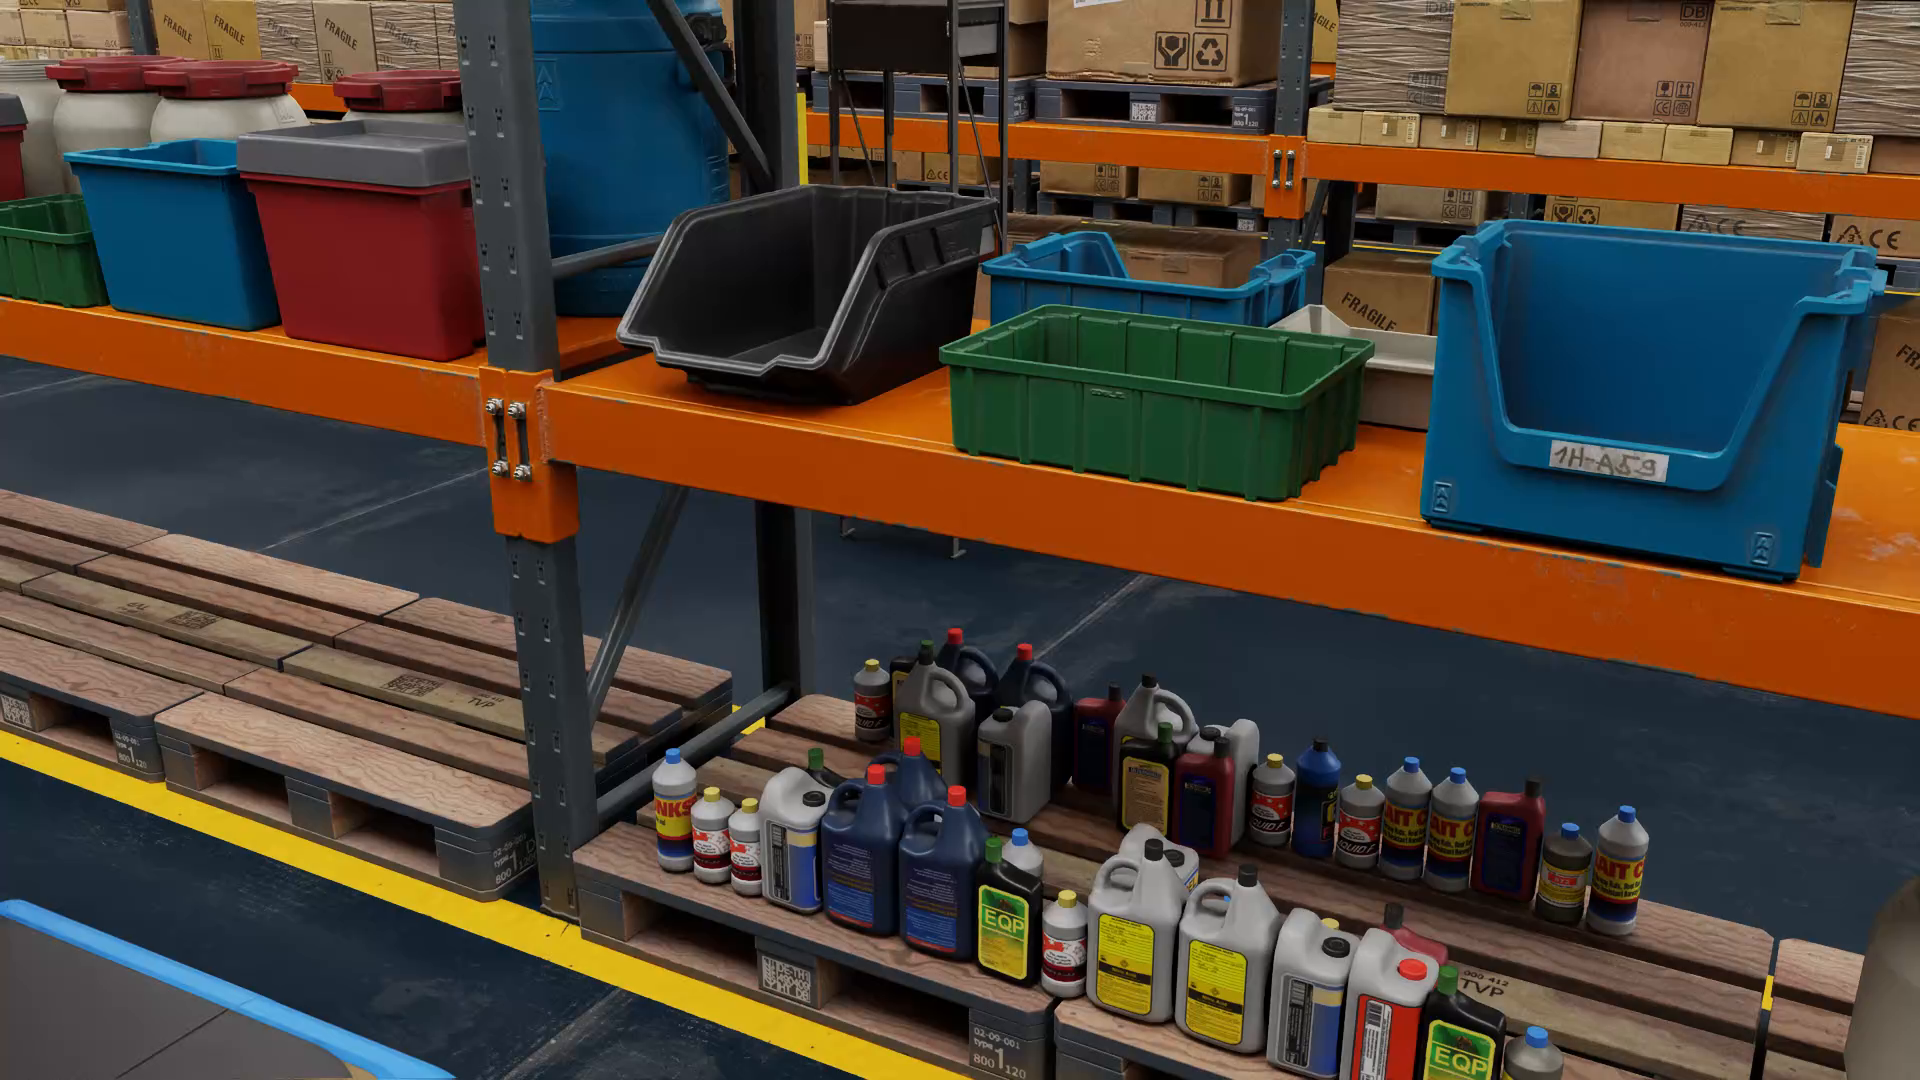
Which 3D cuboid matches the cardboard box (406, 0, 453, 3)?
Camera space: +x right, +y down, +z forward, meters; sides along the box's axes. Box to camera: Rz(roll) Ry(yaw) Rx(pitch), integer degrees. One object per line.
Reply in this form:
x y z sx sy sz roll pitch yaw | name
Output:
-2.969 -3.562 10.168 0.637 0.503 0.797 11 23 29 | cardboard box

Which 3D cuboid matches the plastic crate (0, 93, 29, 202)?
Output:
-2.925 -1.004 4.639 0.583 0.464 0.402 11 23 27 | plastic crate

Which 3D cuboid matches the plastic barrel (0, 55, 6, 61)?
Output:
-3.184 -1.278 5.326 0.421 0.512 0.421 0 20 0 | plastic barrel

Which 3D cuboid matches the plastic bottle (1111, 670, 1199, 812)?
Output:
0.458 0.477 3.890 0.185 0.351 0.144 11 22 27 | plastic bottle

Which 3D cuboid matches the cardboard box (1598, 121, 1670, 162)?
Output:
2.866 -1.699 7.017 0.250 0.149 0.380 11 23 27 | cardboard box

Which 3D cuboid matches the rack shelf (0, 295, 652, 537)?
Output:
-2.440 -0.662 4.848 4.000 0.370 1.077 11 23 27 | rack shelf

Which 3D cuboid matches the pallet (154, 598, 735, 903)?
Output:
-1.399 0.524 4.612 1.213 0.211 1.003 11 23 27 | pallet

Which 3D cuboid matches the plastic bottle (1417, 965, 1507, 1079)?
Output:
0.870 0.878 2.883 0.133 0.283 0.061 11 23 29 | plastic bottle

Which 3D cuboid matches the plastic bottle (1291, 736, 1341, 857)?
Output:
0.804 0.571 3.747 0.097 0.271 0.097 0 20 0 | plastic bottle

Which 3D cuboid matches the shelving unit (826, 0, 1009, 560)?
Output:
-0.145 -1.015 6.083 0.503 2.100 0.431 11 23 27 | shelving unit

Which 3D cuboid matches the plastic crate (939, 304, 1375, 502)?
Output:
0.353 -0.259 2.990 0.662 0.188 0.450 11 23 27 | plastic crate

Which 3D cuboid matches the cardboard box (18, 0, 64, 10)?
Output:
-6.230 -3.976 11.612 0.500 0.500 0.500 11 23 28 | cardboard box

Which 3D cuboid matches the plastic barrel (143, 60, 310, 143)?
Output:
-2.063 -1.078 4.740 0.433 0.535 0.433 0 20 0 | plastic barrel

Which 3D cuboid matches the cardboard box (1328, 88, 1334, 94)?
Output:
5.006 -6.265 22.287 0.500 0.500 0.500 12 23 29 | cardboard box

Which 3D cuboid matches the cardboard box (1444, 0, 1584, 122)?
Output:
2.503 -2.143 7.290 0.500 0.500 0.875 11 23 27 | cardboard box

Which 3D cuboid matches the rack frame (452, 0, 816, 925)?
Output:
-0.694 -0.668 3.808 0.127 3.000 1.000 11 23 27 | rack frame

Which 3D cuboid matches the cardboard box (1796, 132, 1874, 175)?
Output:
3.503 -1.563 6.645 0.250 0.149 0.380 11 23 27 | cardboard box

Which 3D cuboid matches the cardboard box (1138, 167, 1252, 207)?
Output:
1.989 -3.135 13.292 0.750 0.750 1.050 11 23 28 | cardboard box

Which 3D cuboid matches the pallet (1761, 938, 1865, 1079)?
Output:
2.002 1.173 2.823 1.213 0.211 1.003 11 23 27 | pallet

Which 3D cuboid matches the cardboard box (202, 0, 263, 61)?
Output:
-4.544 -3.286 10.878 0.500 0.500 0.500 11 23 27 | cardboard box

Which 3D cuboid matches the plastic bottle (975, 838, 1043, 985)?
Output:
0.097 0.731 3.289 0.133 0.283 0.061 12 23 30 | plastic bottle

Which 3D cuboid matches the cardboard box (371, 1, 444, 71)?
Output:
-3.210 -3.033 10.181 0.500 0.500 0.500 10 22 26 | cardboard box

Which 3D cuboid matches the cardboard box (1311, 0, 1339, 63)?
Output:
2.760 -3.825 12.363 0.500 0.500 0.500 11 23 28 | cardboard box

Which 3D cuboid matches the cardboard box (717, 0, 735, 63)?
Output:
-1.280 -2.974 9.403 0.500 0.500 0.500 8 21 21 | cardboard box

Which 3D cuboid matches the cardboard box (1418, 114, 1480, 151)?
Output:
2.206 -1.820 7.353 0.250 0.149 0.380 11 23 27 | cardboard box

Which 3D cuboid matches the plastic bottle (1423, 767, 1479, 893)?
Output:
1.068 0.622 3.608 0.097 0.271 0.097 0 20 0 | plastic bottle

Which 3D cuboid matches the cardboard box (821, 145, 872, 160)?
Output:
-0.887 -3.492 14.643 0.500 0.500 0.500 10 22 25 | cardboard box

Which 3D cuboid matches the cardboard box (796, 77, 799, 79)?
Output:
-1.540 -4.170 15.411 0.500 0.250 0.500 12 23 30 | cardboard box

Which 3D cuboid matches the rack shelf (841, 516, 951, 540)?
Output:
-0.145 -0.344 6.326 0.480 0.518 0.431 11 23 27 | rack shelf

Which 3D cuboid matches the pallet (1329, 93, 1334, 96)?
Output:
4.846 -6.061 22.764 1.213 0.211 1.003 11 23 27 | pallet

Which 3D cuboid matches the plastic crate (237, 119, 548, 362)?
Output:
-1.266 -0.688 3.768 0.583 0.464 0.402 11 23 27 | plastic crate

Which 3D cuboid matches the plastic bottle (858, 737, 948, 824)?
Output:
-0.121 0.585 3.592 0.185 0.351 0.144 11 23 27 | plastic bottle

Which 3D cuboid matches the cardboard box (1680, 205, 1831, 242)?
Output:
5.532 -2.527 11.432 0.875 0.875 0.875 11 23 28 | cardboard box

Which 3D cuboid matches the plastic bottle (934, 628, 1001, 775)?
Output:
0.009 0.392 4.126 0.185 0.351 0.144 10 22 26 | plastic bottle

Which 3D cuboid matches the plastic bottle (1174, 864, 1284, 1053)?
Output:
0.507 0.761 3.107 0.185 0.351 0.144 12 23 30 | plastic bottle

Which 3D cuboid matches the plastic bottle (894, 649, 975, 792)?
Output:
-0.062 0.435 4.008 0.185 0.351 0.144 11 23 27 | plastic bottle

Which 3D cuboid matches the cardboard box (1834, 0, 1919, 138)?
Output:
3.836 -1.907 6.641 0.500 0.500 0.875 11 23 27 | cardboard box

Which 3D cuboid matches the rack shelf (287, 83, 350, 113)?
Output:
-3.517 -2.802 10.746 4.000 0.370 1.077 11 23 27 | rack shelf

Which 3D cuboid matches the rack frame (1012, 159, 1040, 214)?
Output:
0.736 -4.268 13.731 0.127 3.000 1.000 11 23 27 | rack frame

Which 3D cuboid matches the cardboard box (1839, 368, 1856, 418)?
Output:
3.601 -0.807 7.242 0.500 0.500 0.500 13 24 32 | cardboard box

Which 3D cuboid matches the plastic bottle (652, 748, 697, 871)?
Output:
-0.630 0.591 3.692 0.097 0.271 0.097 0 20 0 | plastic bottle

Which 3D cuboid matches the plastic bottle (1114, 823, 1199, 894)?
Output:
0.394 0.717 3.338 0.135 0.276 0.152 11 23 27 | plastic bottle

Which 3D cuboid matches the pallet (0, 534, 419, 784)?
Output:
-2.468 0.321 5.170 1.213 0.211 1.003 11 23 27 | pallet

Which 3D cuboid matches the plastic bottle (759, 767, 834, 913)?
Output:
-0.334 0.635 3.566 0.135 0.276 0.152 12 23 29 | plastic bottle

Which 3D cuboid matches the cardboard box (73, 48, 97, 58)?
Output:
-5.914 -3.351 11.572 0.250 0.149 0.380 11 23 28 | cardboard box

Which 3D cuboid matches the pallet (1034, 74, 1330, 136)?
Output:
1.125 -2.223 8.375 1.213 0.211 1.003 11 23 27 | pallet

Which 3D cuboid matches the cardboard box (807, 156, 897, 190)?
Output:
-0.703 -2.004 9.413 0.500 0.250 0.500 14 24 33 | cardboard box

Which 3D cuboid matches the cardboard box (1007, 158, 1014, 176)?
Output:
0.243 -3.483 14.619 0.500 0.500 0.500 10 22 25 | cardboard box

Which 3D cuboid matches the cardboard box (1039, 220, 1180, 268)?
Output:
0.789 -1.368 8.757 0.500 0.500 0.700 11 22 27 | cardboard box

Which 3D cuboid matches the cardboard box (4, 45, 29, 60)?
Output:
-6.587 -3.479 11.926 0.250 0.149 0.380 11 23 28 | cardboard box

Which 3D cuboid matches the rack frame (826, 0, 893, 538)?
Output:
-0.358 -1.055 6.195 0.015 2.100 0.400 11 23 27 | rack frame

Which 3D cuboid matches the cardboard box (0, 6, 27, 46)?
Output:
-6.675 -3.708 11.971 0.500 0.250 0.500 11 23 28 | cardboard box

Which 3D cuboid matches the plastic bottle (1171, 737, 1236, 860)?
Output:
0.547 0.569 3.736 0.133 0.283 0.061 11 23 27 | plastic bottle

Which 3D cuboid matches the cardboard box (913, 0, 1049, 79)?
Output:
0.163 -2.649 8.503 0.637 0.503 0.797 13 24 33 | cardboard box

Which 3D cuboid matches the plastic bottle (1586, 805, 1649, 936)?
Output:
1.367 0.679 3.451 0.097 0.271 0.097 0 20 0 | plastic bottle
